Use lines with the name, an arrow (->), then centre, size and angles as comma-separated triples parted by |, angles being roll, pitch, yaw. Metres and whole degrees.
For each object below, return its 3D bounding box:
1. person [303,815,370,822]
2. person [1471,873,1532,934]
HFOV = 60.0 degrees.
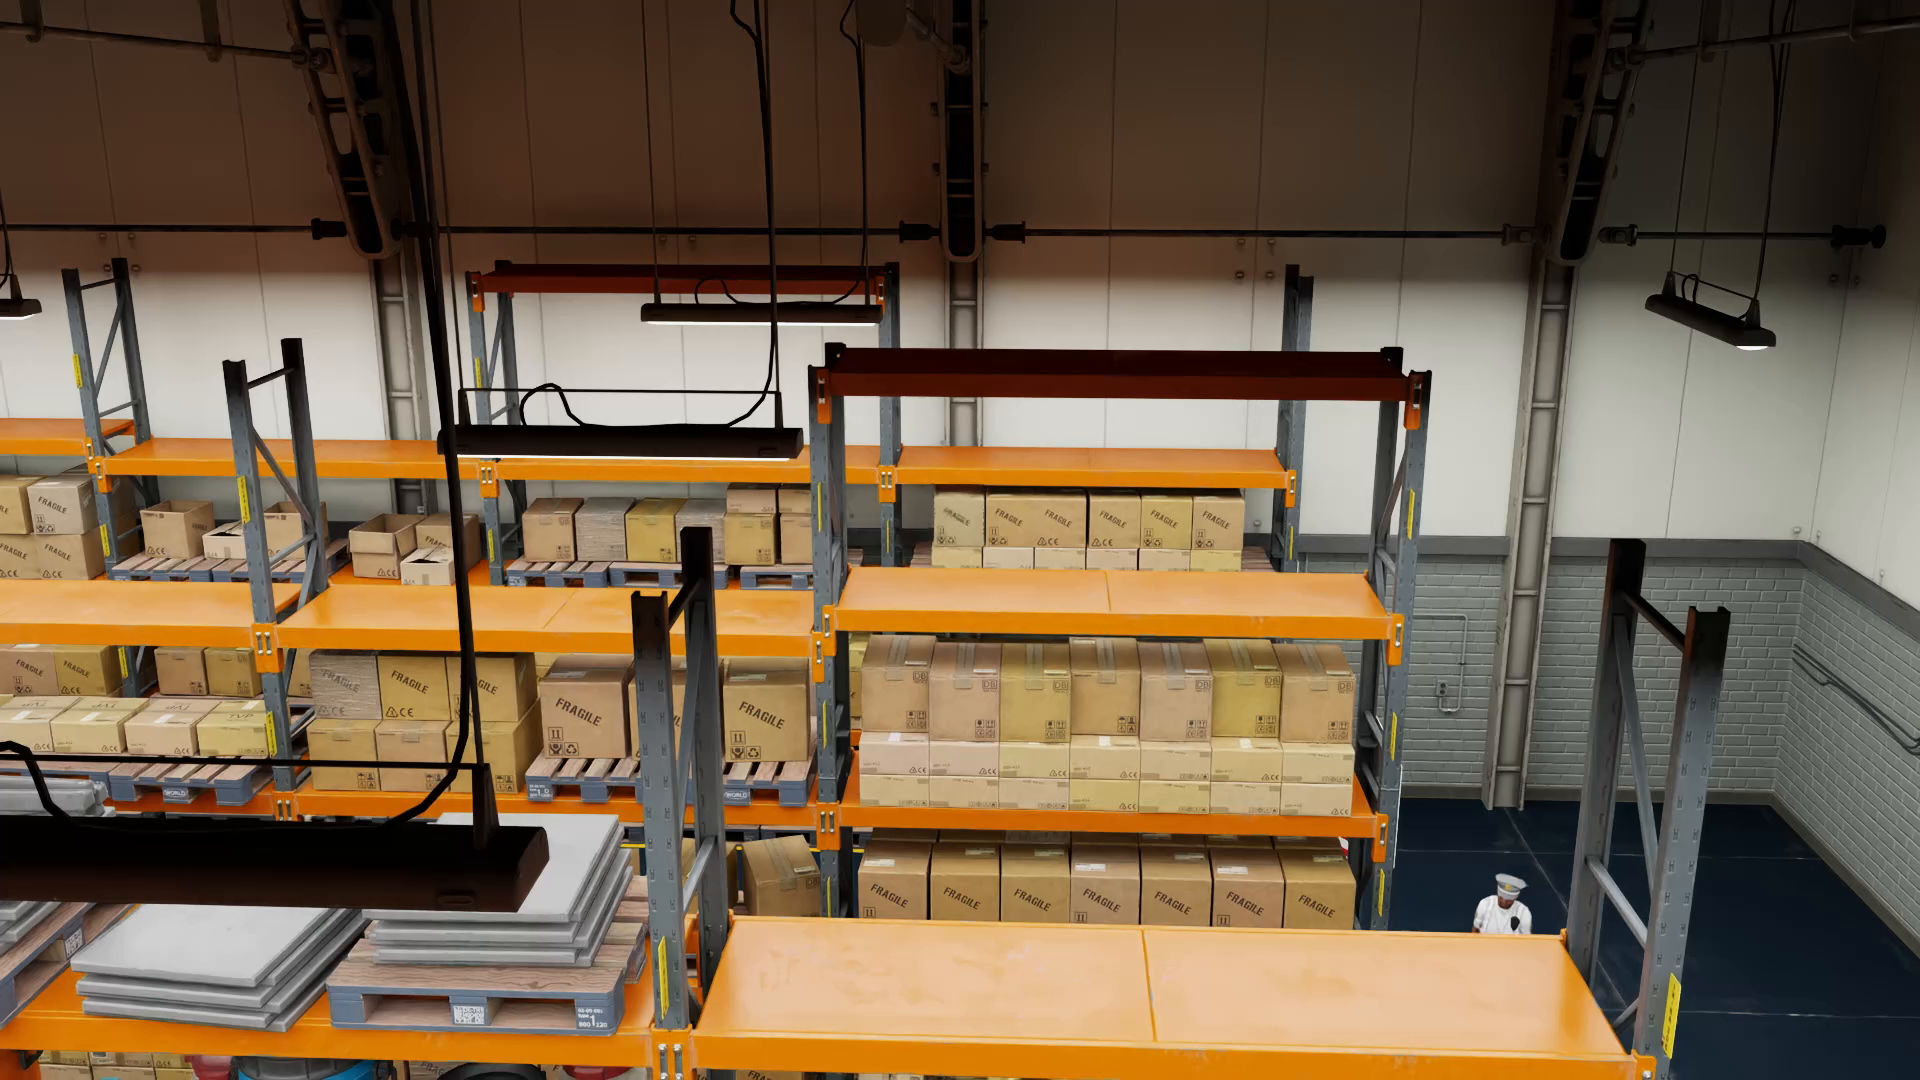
person -> -6.135, 2.667, 16.279 | 0.772, 1.818, 0.542 | 2, 16, 8
person -> 4.447, 3.466, 13.691 | 0.511, 1.655, 0.585 | 7, 18, 24
